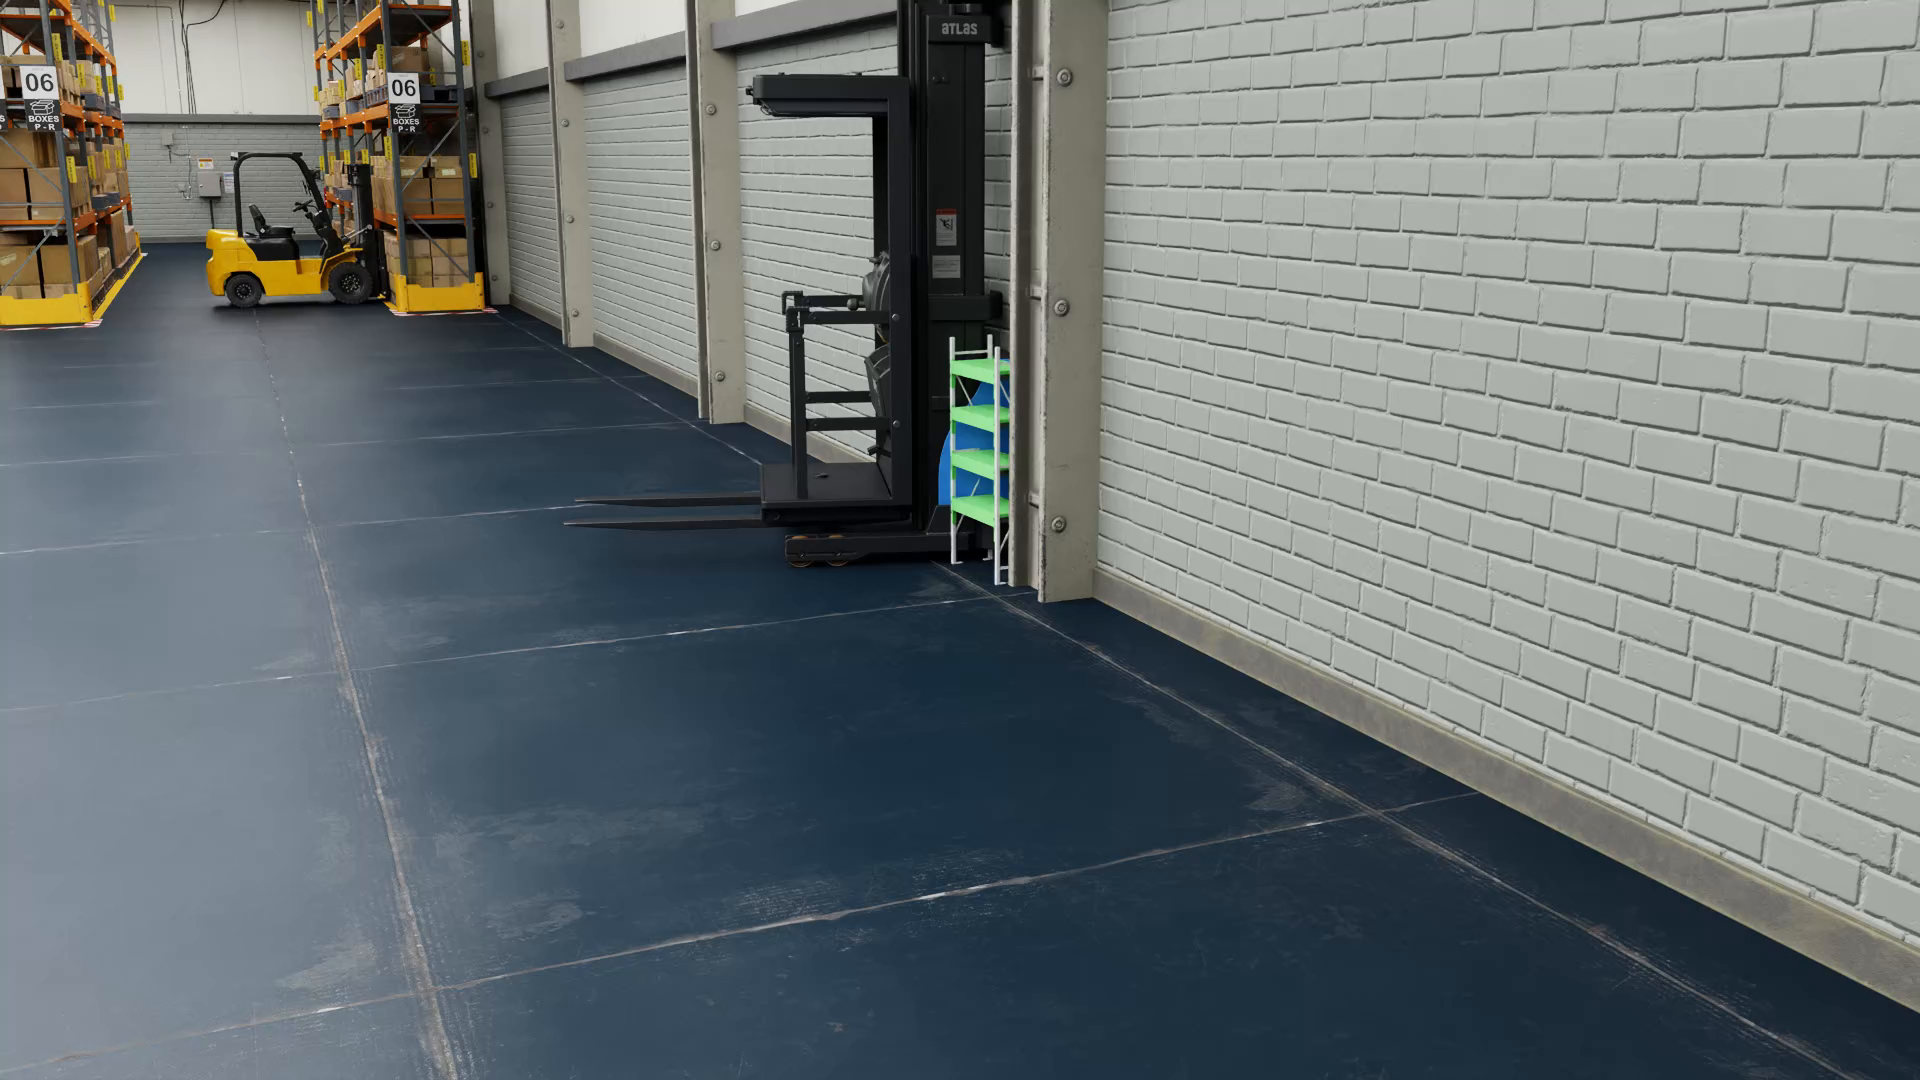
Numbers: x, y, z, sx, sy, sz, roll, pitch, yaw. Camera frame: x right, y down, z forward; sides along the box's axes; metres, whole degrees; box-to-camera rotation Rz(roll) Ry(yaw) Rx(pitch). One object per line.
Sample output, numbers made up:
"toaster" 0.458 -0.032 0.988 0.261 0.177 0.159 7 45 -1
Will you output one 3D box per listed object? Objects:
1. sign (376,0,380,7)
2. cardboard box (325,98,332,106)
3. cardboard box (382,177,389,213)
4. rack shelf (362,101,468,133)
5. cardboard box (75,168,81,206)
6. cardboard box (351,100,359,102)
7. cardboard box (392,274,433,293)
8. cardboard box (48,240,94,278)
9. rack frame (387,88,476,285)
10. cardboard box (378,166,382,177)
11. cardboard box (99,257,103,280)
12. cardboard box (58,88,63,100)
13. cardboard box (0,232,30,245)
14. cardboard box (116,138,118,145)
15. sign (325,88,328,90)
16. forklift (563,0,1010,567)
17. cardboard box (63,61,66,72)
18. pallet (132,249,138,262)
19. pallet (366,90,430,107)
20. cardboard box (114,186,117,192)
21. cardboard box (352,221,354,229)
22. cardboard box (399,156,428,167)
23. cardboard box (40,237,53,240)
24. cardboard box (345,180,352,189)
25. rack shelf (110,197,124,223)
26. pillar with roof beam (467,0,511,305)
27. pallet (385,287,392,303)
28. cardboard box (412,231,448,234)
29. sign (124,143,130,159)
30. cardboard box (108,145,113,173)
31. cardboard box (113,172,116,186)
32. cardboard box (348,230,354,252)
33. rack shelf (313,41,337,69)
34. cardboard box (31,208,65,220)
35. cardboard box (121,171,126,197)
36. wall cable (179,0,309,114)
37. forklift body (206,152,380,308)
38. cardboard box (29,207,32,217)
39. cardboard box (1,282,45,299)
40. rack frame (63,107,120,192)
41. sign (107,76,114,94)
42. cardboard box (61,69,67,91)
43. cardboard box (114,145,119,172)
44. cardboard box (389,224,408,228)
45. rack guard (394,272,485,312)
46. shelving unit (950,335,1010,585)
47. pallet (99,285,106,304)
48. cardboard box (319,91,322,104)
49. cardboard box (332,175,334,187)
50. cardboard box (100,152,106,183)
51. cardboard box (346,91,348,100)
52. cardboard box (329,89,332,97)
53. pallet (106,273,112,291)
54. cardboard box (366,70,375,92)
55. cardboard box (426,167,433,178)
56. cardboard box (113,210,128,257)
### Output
"sign" -11.597 -10.691 33.181 0.100 0.325 0.005 -6 14 -23
"cardboard box" -12.276 -8.622 32.724 0.380 0.149 0.250 -5 14 -22
"cardboard box" -8.138 -5.046 24.297 0.500 0.500 0.500 -6 14 -24
"rack shelf" -8.097 -6.229 24.575 1.077 0.370 4.000 -6 14 -23
"cardboard box" -11.988 -4.679 22.054 0.500 0.500 0.500 -5 14 -21
"cardboard box" -10.863 -7.992 30.045 0.380 0.149 0.250 -5 14 -22
"cardboard box" -7.774 -3.639 23.606 0.500 0.250 0.500 -6 14 -23
"cardboard box" -12.329 -3.895 23.050 0.500 0.500 0.500 -5 14 -22
"rack frame" -7.296 -4.705 23.047 1.000 3.000 0.127 -6 14 -23
"cardboard box" -8.525 -5.540 24.992 0.380 0.149 0.250 -6 14 -25
"cardboard box" -13.657 -4.115 25.393 0.950 0.372 0.625 -5 14 -22
"cardboard box" -11.678 -5.693 21.219 0.380 0.149 0.250 -6 14 -23
"cardboard box" -12.611 -4.014 22.126 0.380 0.149 0.250 -5 14 -21
"cardboard box" -17.131 -7.992 33.371 0.380 0.149 0.250 -6 14 -23
"sign" -12.597 -8.847 33.144 0.100 0.325 0.005 -6 14 -23
"forklift" -0.625 -1.410 8.963 3.031 2.935 1.130 -2 13 -7
"cardboard box" -12.206 -6.346 22.272 0.380 0.149 0.250 -5 14 -21
"pallet" -17.375 -5.793 33.933 1.003 0.211 1.213 -6 14 -23
"pallet" -8.533 -6.776 25.538 1.003 0.211 1.213 -6 14 -23
"cardboard box" -16.036 -6.487 31.078 0.500 0.250 0.500 -6 14 -24
"cardboard box" -11.622 -6.125 32.355 0.380 0.149 0.250 -5 14 -21
"cardboard box" -7.632 -5.270 23.167 0.380 0.149 0.250 -6 14 -23
"cardboard box" -13.230 -4.057 23.750 0.500 0.500 0.500 -5 14 -21
"cardboard box" -11.115 -6.541 30.606 0.380 0.149 0.250 -5 14 -22
"rack shelf" -15.848 -5.972 30.114 1.077 0.370 4.000 -6 14 -23
"pillar with roof beam" -10.693 -7.464 21.664 9.100 9.000 0.400 -6 14 -23
"pallet" -8.125 -3.753 25.115 1.003 0.211 1.213 -6 14 -23
"cardboard box" -8.117 -4.590 25.501 0.500 0.250 0.500 -6 14 -23
"sign" -17.749 -8.287 35.431 0.100 0.325 0.005 -6 14 -23
"cardboard box" -15.620 -6.883 30.018 0.500 0.500 0.500 -5 14 -22
"cardboard box" -15.830 -6.628 30.577 0.500 0.250 0.500 -5 14 -22
"cardboard box" -11.495 -5.731 32.090 0.500 0.500 0.500 -6 14 -25
"rack shelf" -12.904 -10.168 34.949 1.077 0.370 4.000 -6 14 -23
"cardboard box" -11.789 -4.223 21.519 0.380 0.149 0.250 -6 14 -23
"cardboard box" -16.989 -7.112 33.226 0.500 0.500 0.500 -6 14 -23
"wall cable" -17.531 -11.964 41.021 2.988 3.039 0.133 -6 14 -23
"forklift body" -9.727 -4.519 24.123 2.313 2.155 1.214 -6 14 -23
"cardboard box" -12.579 -4.405 22.307 0.380 0.149 0.250 -5 14 -22
"cardboard box" -12.422 -3.269 22.007 0.500 0.250 0.500 -6 14 -23
"rack frame" -16.649 -6.735 31.819 1.000 3.000 0.127 -6 14 -23
"sign" -16.156 -8.653 31.607 0.100 0.325 0.005 -6 14 -23
"cardboard box" -11.993 -6.022 21.758 0.500 0.250 0.500 -6 14 -24
"cardboard box" -16.618 -7.391 32.214 0.500 0.500 0.500 -6 14 -23
"cardboard box" -10.424 -5.797 30.937 0.380 0.149 0.250 -5 14 -20
"rack guard" -7.286 -3.482 23.307 1.175 0.500 0.348 -6 14 -23
"shelving unit" 0.172 -0.420 8.514 0.258 1.200 0.503 -7 15 -26
"pallet" -13.143 -3.588 24.406 1.003 0.211 1.213 -6 14 -23
"cardboard box" -13.571 -9.566 35.963 0.500 0.250 0.500 -6 14 -23
"cardboard box" -12.932 -7.546 34.994 0.500 0.250 0.500 -6 14 -23
"cardboard box" -14.393 -6.132 27.401 0.500 0.500 0.500 -6 14 -24
"cardboard box" -10.639 -7.859 29.388 0.380 0.166 0.250 -6 14 -23
"cardboard box" -12.023 -8.665 32.246 0.380 0.149 0.250 -6 14 -24
"pallet" -14.250 -4.137 26.777 1.003 0.211 1.213 -6 14 -23
"cardboard box" -8.788 -7.009 25.393 0.500 0.311 0.500 -5 14 -22
"cardboard box" -7.351 -5.209 23.562 0.380 0.149 0.250 -6 14 -23
"cardboard box" -16.328 -5.784 31.489 0.875 0.875 0.875 -5 14 -21
